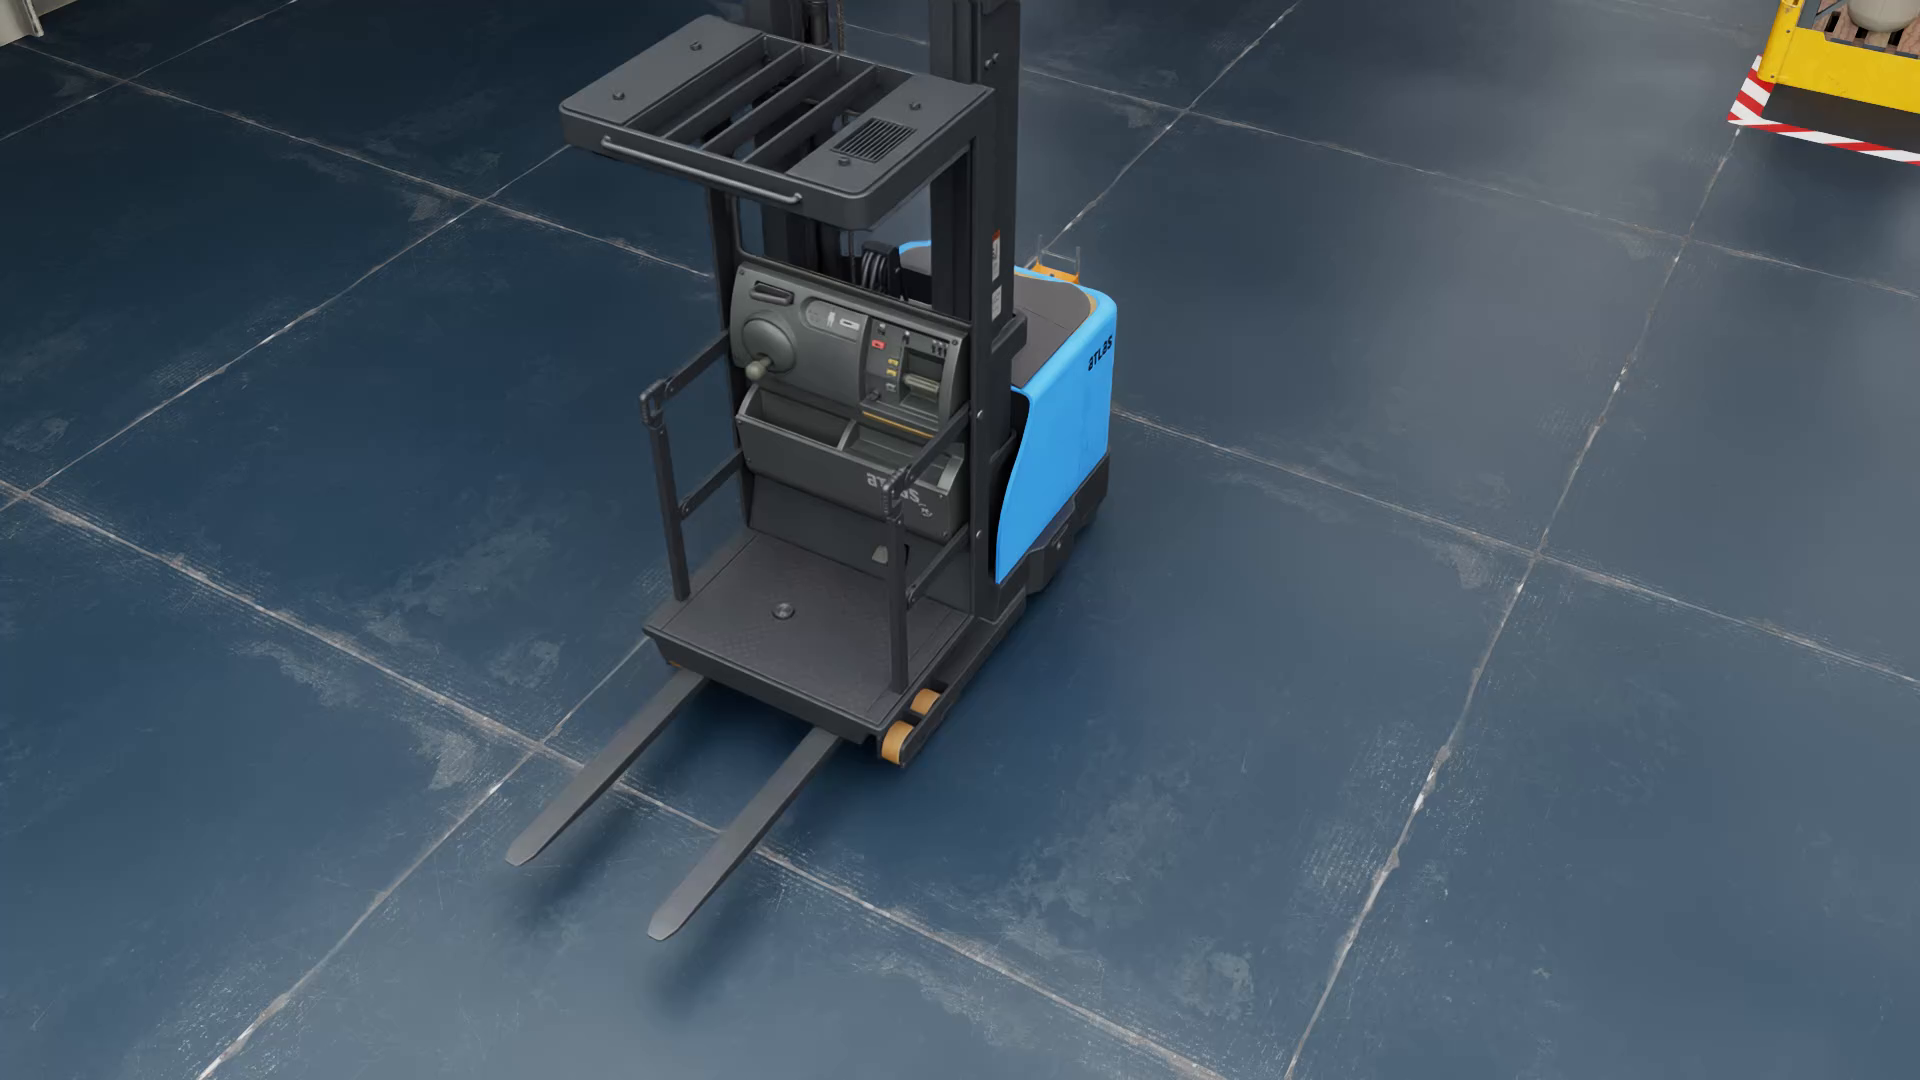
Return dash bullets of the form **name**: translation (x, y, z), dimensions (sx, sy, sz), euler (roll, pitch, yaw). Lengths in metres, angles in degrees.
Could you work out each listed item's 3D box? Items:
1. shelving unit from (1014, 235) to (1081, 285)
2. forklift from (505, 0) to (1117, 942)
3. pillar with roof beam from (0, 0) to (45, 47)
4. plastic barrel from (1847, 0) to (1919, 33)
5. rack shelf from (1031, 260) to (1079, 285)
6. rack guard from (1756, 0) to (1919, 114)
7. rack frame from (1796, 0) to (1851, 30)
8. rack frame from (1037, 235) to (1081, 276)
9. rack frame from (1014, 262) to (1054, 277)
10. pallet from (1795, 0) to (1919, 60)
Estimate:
- **shelving unit**: translation (0.364, -0.814, 7.379), dimensions (0.215, 1.050, 0.252), euler (21, 45, 22)
- **forklift**: translation (-0.515, -0.599, 5.713), dimensions (1.130, 2.935, 3.031), euler (21, 45, 22)
- **pillar with roof beam**: translation (-2.601, -5.263, 6.417), dimensions (9.100, 9.000, 0.400), euler (21, 45, 22)
- **plastic barrel**: translation (5.914, -3.531, 10.555), dimensions (0.421, 0.512, 0.421), euler (0, 41, 0)
- **rack shelf**: translation (0.364, -1.019, 7.199), dimensions (0.215, 0.259, 0.240), euler (21, 45, 22)
- **rack guard**: translation (5.648, -3.026, 10.308), dimensions (1.175, 0.500, 0.348), euler (21, 45, 22)
- **rack frame**: translation (5.651, -3.905, 9.415), dimensions (1.000, 3.000, 0.127), euler (21, 45, 22)
- **rack frame**: translation (0.425, -0.883, 7.459), dimensions (0.200, 1.050, 0.008), euler (21, 45, 22)
- **rack frame**: translation (0.303, -0.744, 7.300), dimensions (0.200, 1.050, 0.008), euler (21, 45, 22)
- **pallet**: translation (6.059, -3.381, 10.929), dimensions (1.003, 0.211, 1.213), euler (21, 45, 22)
